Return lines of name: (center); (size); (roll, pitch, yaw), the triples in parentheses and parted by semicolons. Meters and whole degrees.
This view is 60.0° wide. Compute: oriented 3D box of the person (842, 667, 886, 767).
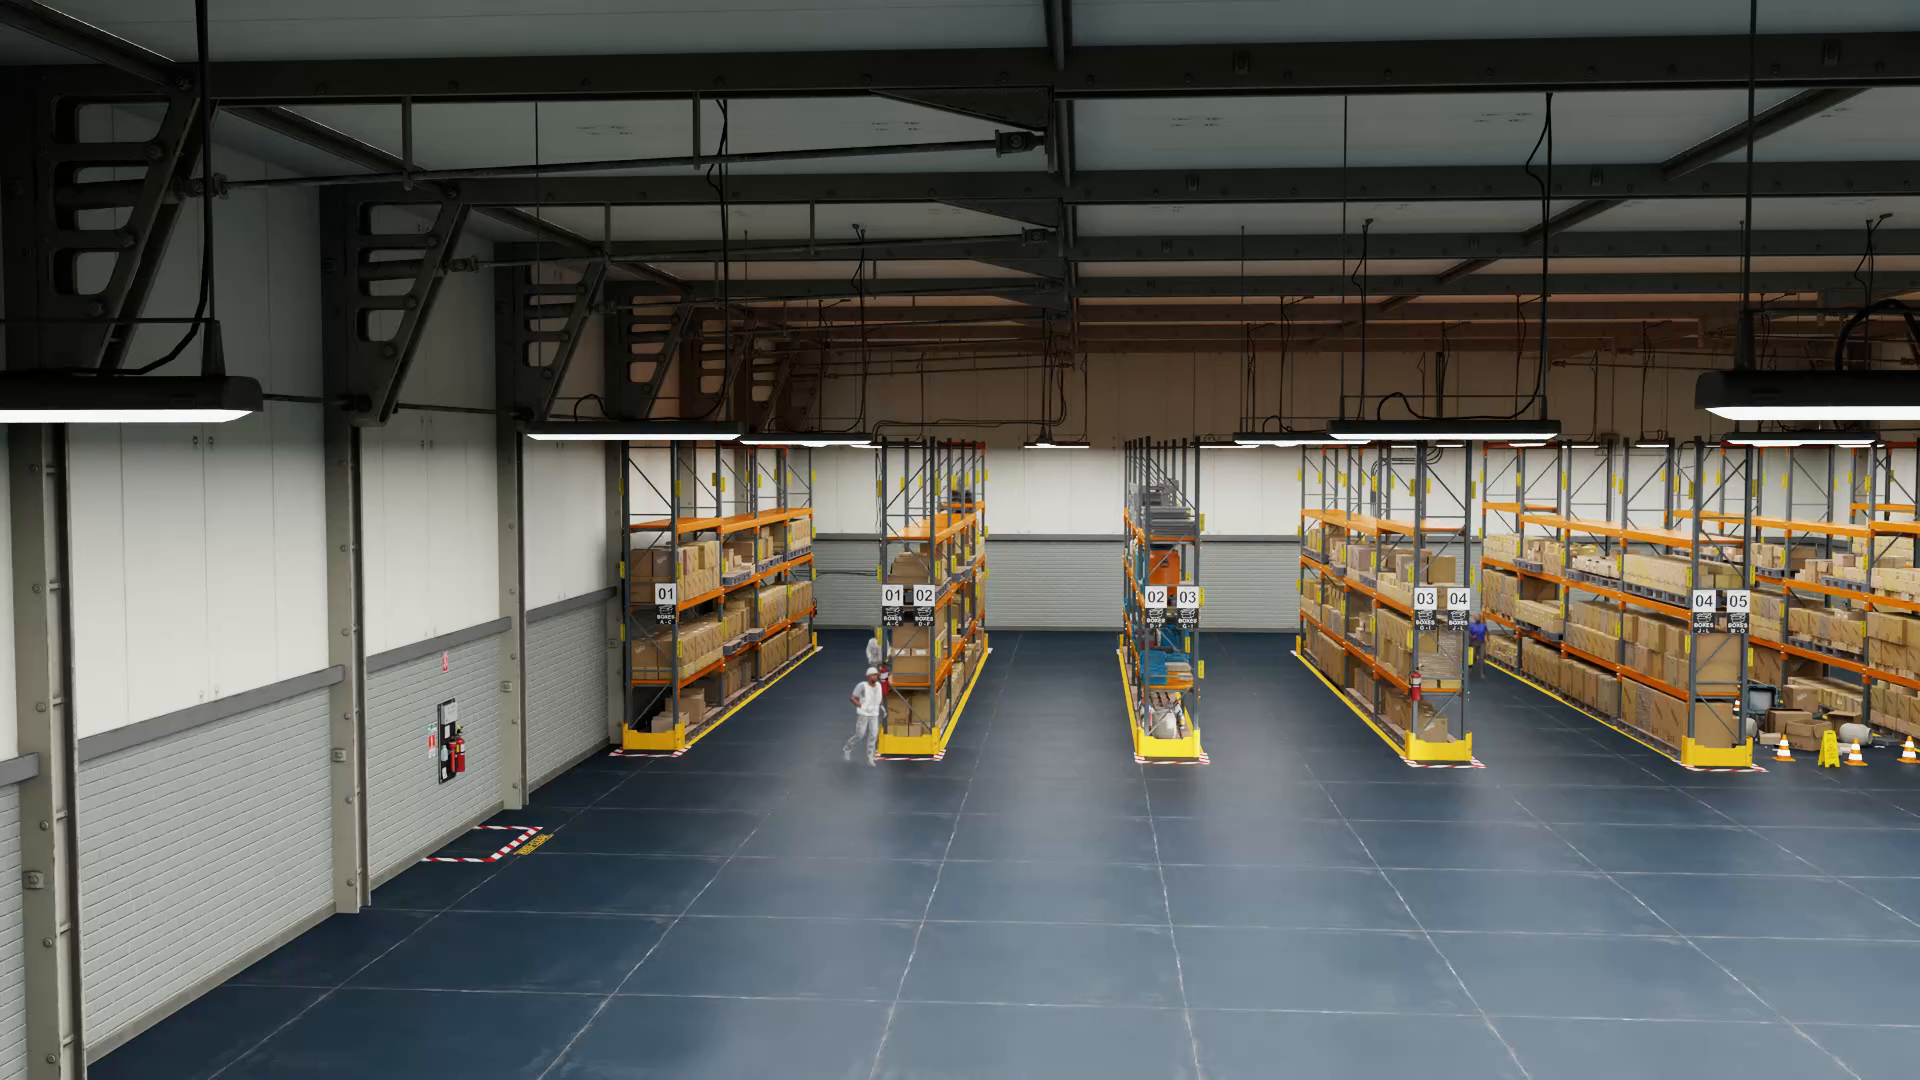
person: (-1.653, 3.208, 30.379); (0.747, 1.751, 0.891); (-2, 4, -39)

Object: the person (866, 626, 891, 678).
person: (-1.890, 2.834, 38.662); (0.610, 1.671, 0.587); (0, 3, 5)

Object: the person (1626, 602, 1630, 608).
person: (18.852, 2.315, 47.456); (0.555, 1.733, 0.652); (0, 3, 4)

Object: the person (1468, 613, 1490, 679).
person: (13.027, 2.640, 41.782); (0.594, 1.598, 1.044); (0, 3, 5)
